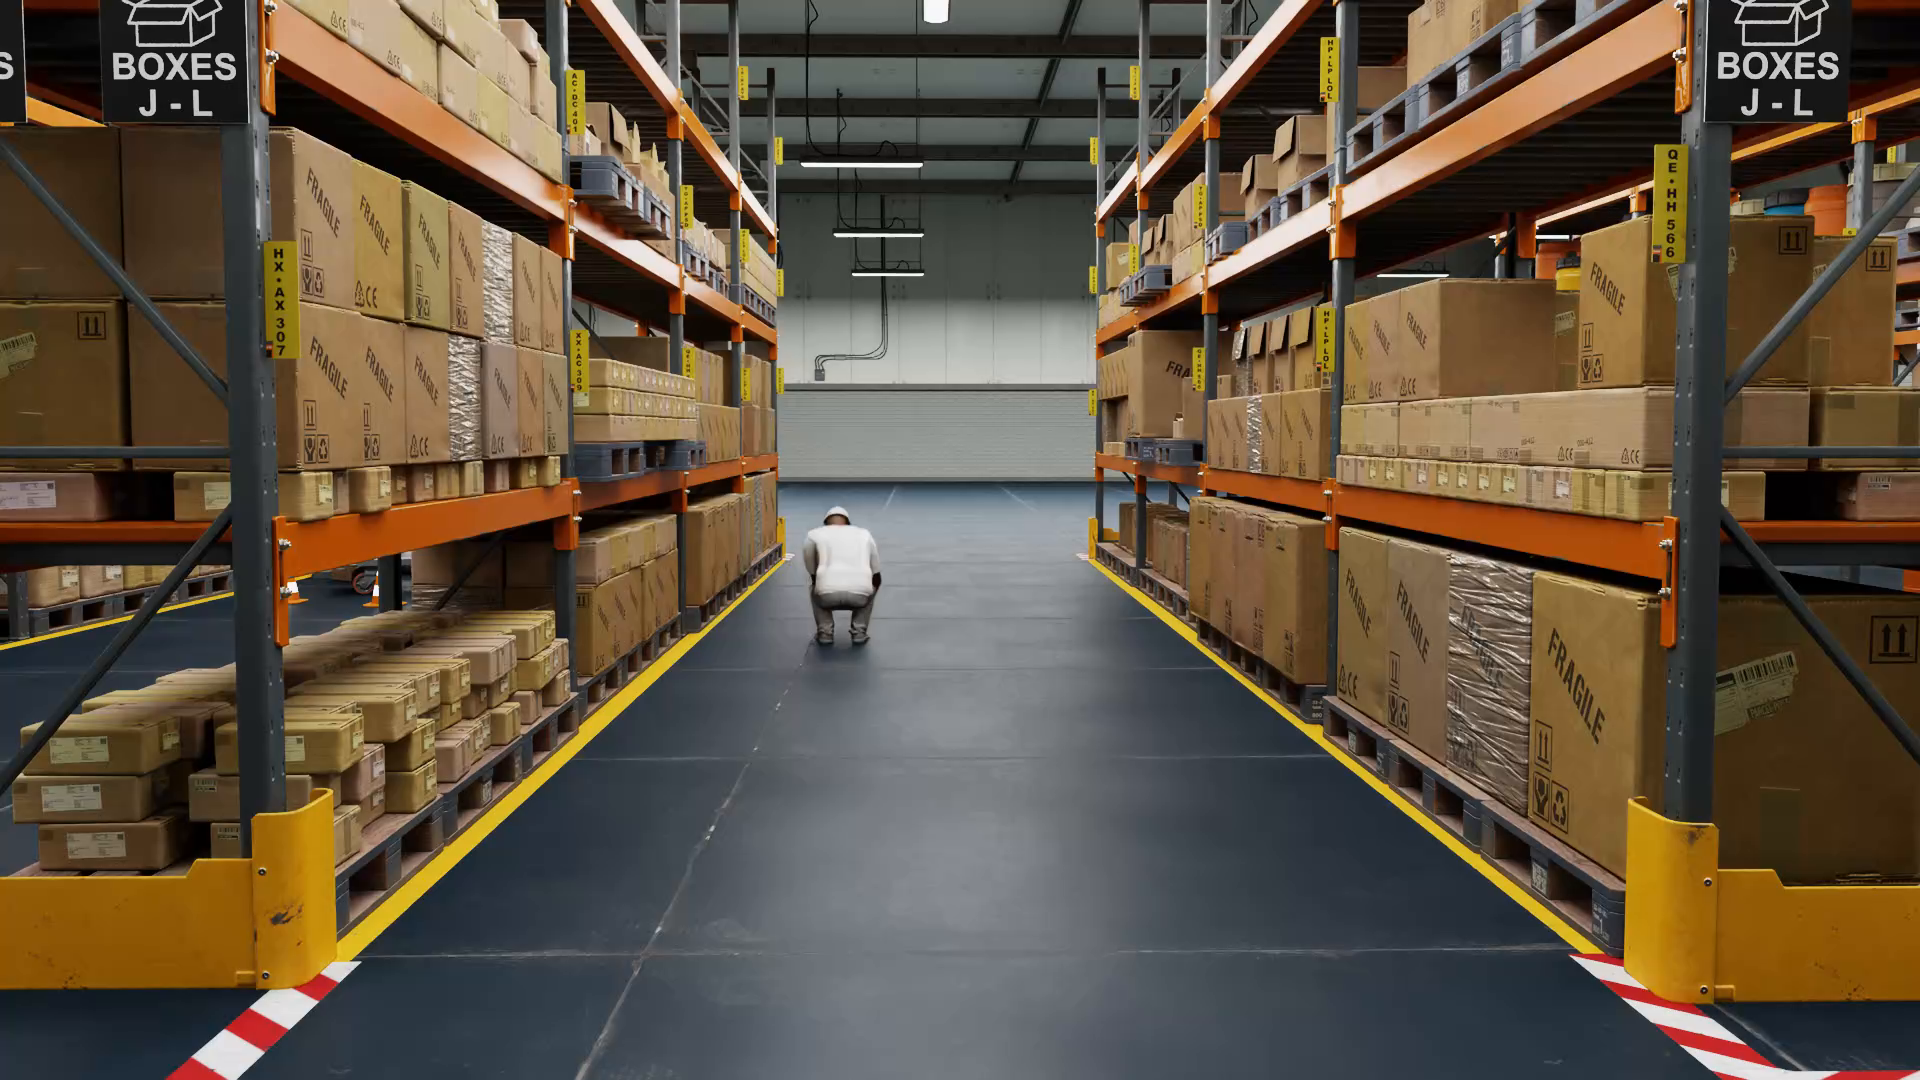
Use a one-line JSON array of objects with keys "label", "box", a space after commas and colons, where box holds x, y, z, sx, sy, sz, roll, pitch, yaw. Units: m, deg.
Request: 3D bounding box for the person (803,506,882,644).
[{"label": "person", "box": [-0.891, 0.258, 12.541, 0.595, 1.003, 0.856, 0, 4, -1]}]
